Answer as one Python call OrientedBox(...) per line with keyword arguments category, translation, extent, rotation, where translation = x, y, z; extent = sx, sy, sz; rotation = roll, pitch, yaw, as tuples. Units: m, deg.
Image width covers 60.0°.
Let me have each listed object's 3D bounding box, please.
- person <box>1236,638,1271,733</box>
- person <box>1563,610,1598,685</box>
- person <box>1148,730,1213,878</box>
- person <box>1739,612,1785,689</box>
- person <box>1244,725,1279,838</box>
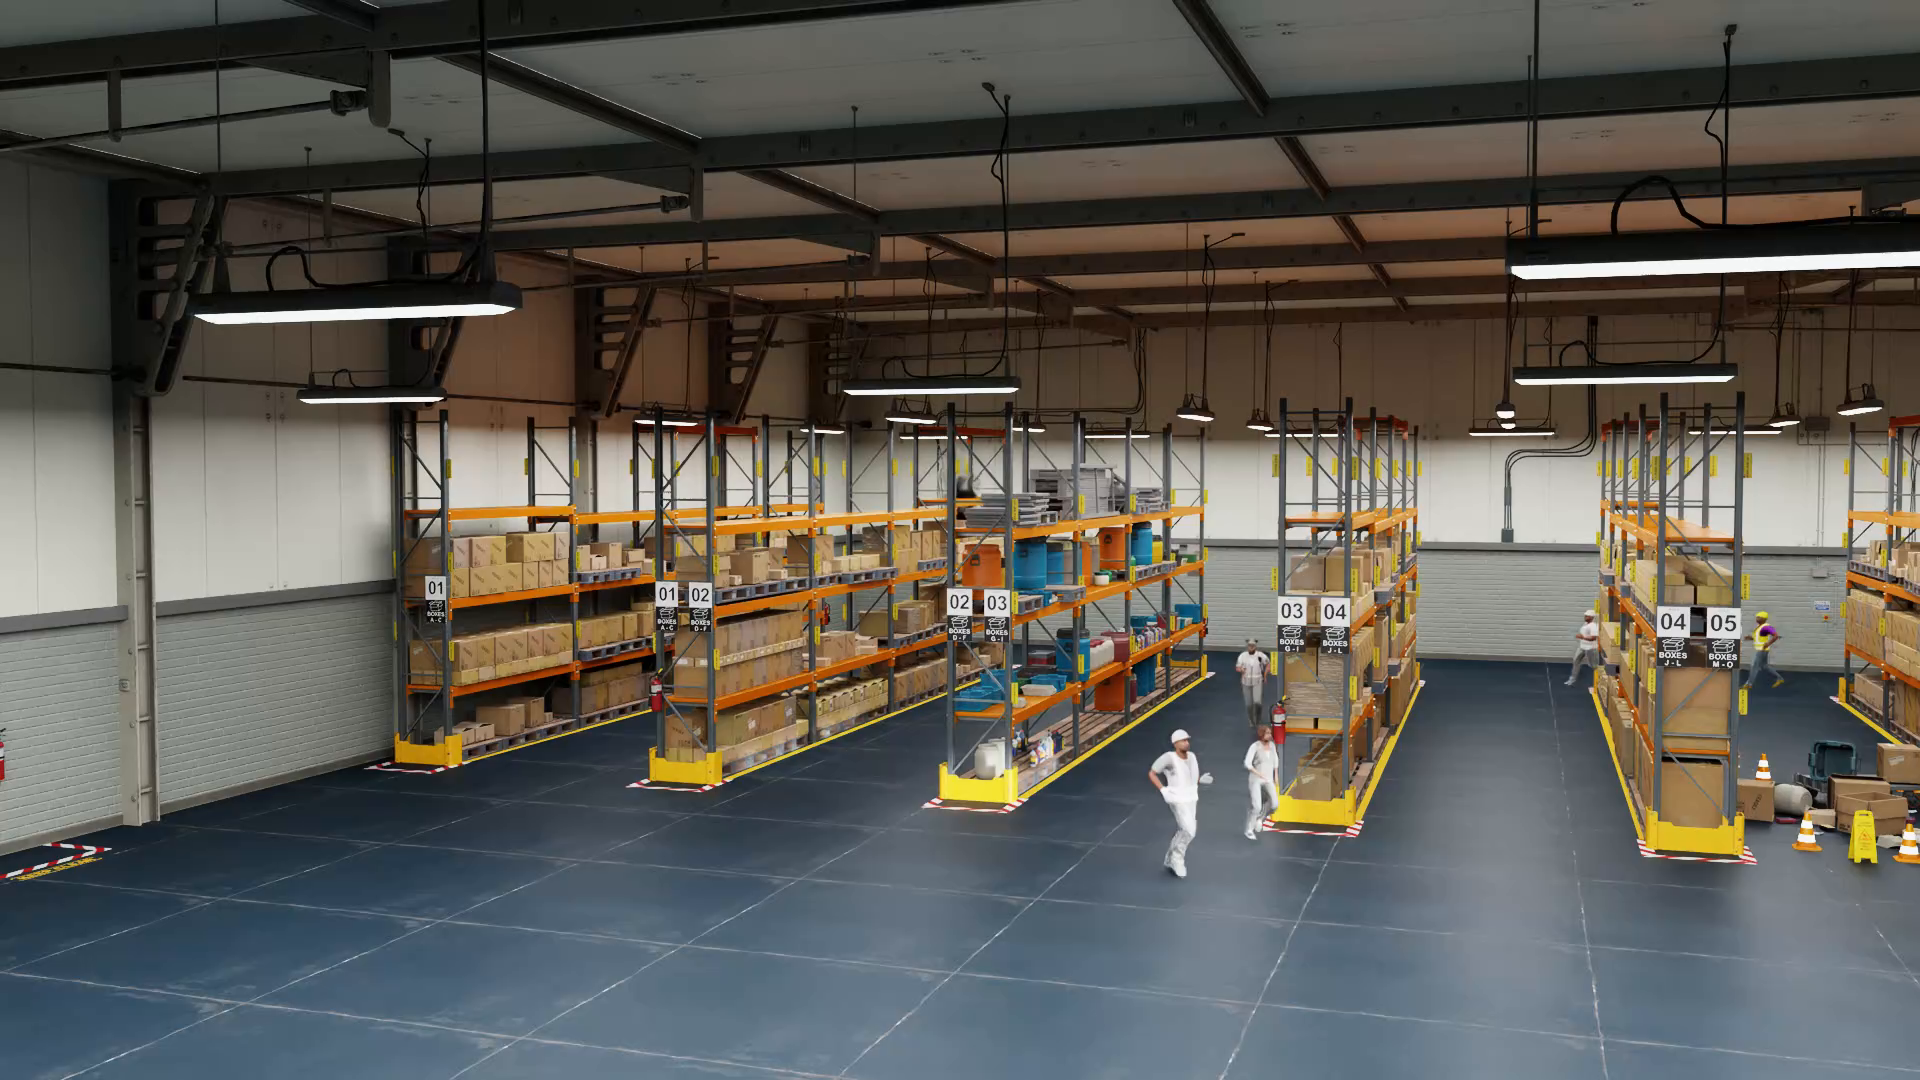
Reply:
OrientedBox(category="person", translation=(5.575, 2.774, 31.717), extent=(0.638, 1.839, 0.767), rotation=(1, 3, 18))
OrientedBox(category="person", translation=(14.347, 2.470, 38.023), extent=(0.936, 1.762, 0.703), rotation=(0, 2, -3))
OrientedBox(category="person", translation=(2.759, 3.242, 20.436), extent=(0.658, 1.806, 0.675), rotation=(-2, 3, -43))
OrientedBox(category="person", translation=(18.016, 2.484, 37.381), extent=(0.981, 1.760, 0.690), rotation=(1, 3, 18))
OrientedBox(category="person", translation=(4.109, 3.261, 22.451), extent=(0.589, 1.536, 0.517), rotation=(-1, 3, -21))
